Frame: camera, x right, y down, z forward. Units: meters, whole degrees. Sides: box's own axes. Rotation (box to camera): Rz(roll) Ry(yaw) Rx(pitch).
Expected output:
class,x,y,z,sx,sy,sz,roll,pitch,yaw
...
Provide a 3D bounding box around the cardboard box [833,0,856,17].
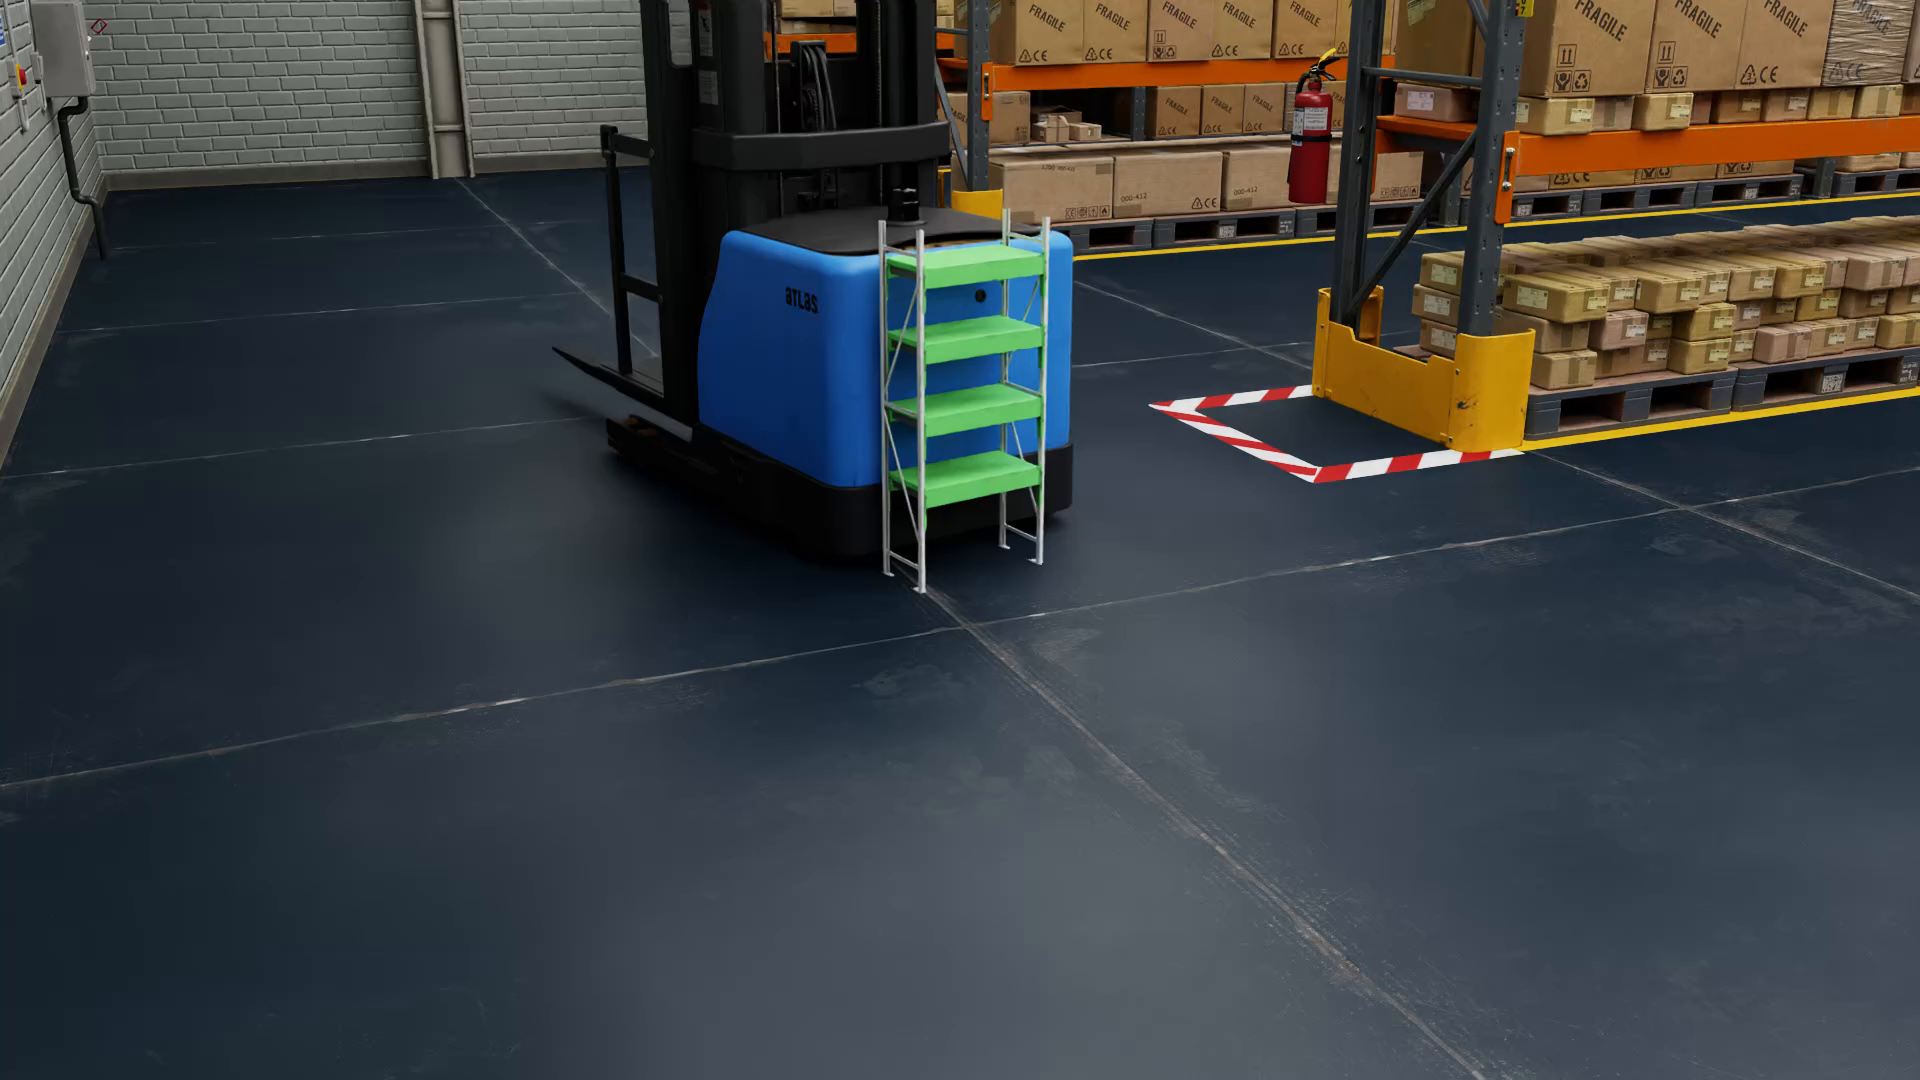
class,x,y,z,sx,sy,sz,roll,pitch,yaw
cardboard box,-1.040,-5.090,15.740,0.500,0.250,0.500,-8,21,-21

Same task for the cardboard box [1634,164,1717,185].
class,x,y,z,sx,sy,sz,roll,pitch,yaw
cardboard box,5.801,-3.530,14.098,0.875,0.875,0.875,-8,21,-21

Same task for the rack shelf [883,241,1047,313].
class,x,y,z,sx,sy,sz,roll,pitch,yaw
rack shelf,0.015,-0.857,5.395,0.480,0.148,0.258,-13,23,-32

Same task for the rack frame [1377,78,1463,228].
class,x,y,z,sx,sy,sz,roll,pitch,yaw
rack frame,3.616,-3.990,12.836,0.127,3.000,1.000,-8,21,-22

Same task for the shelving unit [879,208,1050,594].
class,x,y,z,sx,sy,sz,roll,pitch,yaw
shelving unit,0.014,-0.465,5.534,0.503,1.200,0.258,-13,23,-32

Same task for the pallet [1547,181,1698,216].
class,x,y,z,sx,sy,sz,roll,pitch,yaw
pallet,5.416,-2.961,14.112,1.213,0.211,1.003,-8,21,-22

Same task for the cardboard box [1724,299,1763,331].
class,x,y,z,sx,sy,sz,roll,pitch,yaw
cardboard box,3.527,-1.094,7.825,0.250,0.149,0.380,-9,21,-25

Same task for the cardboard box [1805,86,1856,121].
class,x,y,z,sx,sy,sz,roll,pitch,yaw
cardboard box,3.836,-2.012,7.598,0.250,0.149,0.380,-7,21,-20

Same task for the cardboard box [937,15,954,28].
class,x,y,z,sx,sy,sz,roll,pitch,yaw
cardboard box,-0.180,-5.013,16.121,0.250,0.149,0.380,-8,21,-21

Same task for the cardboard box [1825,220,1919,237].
class,x,y,z,sx,sy,sz,roll,pitch,yaw
cardboard box,4.782,-1.579,8.754,0.250,0.149,0.380,-8,21,-23

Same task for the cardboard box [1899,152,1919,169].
class,x,y,z,sx,sy,sz,roll,pitch,yaw
cardboard box,8.486,-3.645,15.183,0.625,0.372,0.950,-9,21,-23

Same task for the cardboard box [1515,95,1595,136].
class,x,y,z,sx,sy,sz,roll,pitch,yaw
cardboard box,2.424,-1.791,6.971,0.250,0.149,0.380,-8,21,-22

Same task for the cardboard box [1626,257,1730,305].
class,x,y,z,sx,sy,sz,roll,pitch,yaw
cardboard box,3.295,-1.191,7.654,0.250,0.149,0.380,-9,21,-25

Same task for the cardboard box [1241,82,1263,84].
class,x,y,z,sx,sy,sz,roll,pitch,yaw
cardboard box,3.027,-4.953,17.727,0.250,0.149,0.380,-8,21,-22

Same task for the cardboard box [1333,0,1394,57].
class,x,y,z,sx,sy,sz,roll,pitch,yaw
cardboard box,2.821,-3.828,12.228,0.500,0.500,0.500,-9,21,-23

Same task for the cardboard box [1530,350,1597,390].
class,x,y,z,sx,sy,sz,roll,pitch,yaw
cardboard box,2.604,-0.792,7.415,0.250,0.149,0.380,-8,21,-21

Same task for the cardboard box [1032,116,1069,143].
class,x,y,z,sx,sy,sz,roll,pitch,yaw
cardboard box,0.923,-4.201,16.922,0.258,0.266,0.396,-7,21,-20

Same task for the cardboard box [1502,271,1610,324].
class,x,y,z,sx,sy,sz,roll,pitch,yaw
cardboard box,2.612,-1.066,7.299,0.250,0.149,0.380,-9,21,-24

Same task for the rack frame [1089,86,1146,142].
class,x,y,z,sx,sy,sz,roll,pitch,yaw
rack frame,1.646,-5.503,17.134,0.127,3.000,1.000,-8,21,-22

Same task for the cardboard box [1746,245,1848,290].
class,x,y,z,sx,sy,sz,roll,pitch,yaw
cardboard box,4.006,-1.308,7.985,0.250,0.149,0.380,-8,21,-22

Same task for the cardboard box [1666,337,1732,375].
class,x,y,z,sx,sy,sz,roll,pitch,yaw
cardboard box,3.316,-0.886,7.683,0.250,0.149,0.380,-8,21,-21

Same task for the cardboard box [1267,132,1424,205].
class,x,y,z,sx,sy,sz,roll,pitch,yaw
cardboard box,2.997,-2.929,13.051,0.875,0.438,0.875,-8,21,-23

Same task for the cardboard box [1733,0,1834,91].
class,x,y,z,sx,sy,sz,roll,pitch,yaw
cardboard box,3.454,-2.268,7.349,0.500,0.500,0.500,-8,21,-21

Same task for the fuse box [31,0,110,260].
class,x,y,z,sx,sy,sz,roll,pitch,yaw
fuse box,-5.923,-2.767,11.303,0.414,1.711,0.539,-8,21,-22

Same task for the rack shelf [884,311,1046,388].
class,x,y,z,sx,sy,sz,roll,pitch,yaw
rack shelf,0.014,-0.631,5.475,0.480,0.148,0.258,-13,23,-32

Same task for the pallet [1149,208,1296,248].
class,x,y,z,sx,sy,sz,roll,pitch,yaw
pallet,1.765,-2.436,12.624,1.213,0.211,1.003,-8,21,-22

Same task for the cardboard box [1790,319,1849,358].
class,x,y,z,sx,sy,sz,roll,pitch,yaw
cardboard box,4.020,-0.999,8.004,0.250,0.149,0.380,-8,21,-22

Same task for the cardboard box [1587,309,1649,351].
class,x,y,z,sx,sy,sz,roll,pitch,yaw
cardboard box,2.853,-0.970,7.474,0.250,0.149,0.380,-8,21,-22

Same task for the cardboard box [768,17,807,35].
class,x,y,z,sx,sy,sz,roll,pitch,yaw
cardboard box,-1.616,-4.818,15.566,0.250,0.149,0.380,-8,21,-22

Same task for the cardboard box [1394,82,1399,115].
class,x,y,z,sx,sy,sz,roll,pitch,yaw
cardboard box,4.552,-4.864,18.452,0.500,0.500,0.500,-8,21,-23

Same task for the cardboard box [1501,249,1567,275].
class,x,y,z,sx,sy,sz,roll,pitch,yaw
cardboard box,2.636,-1.264,7.859,0.250,0.149,0.380,-8,21,-21

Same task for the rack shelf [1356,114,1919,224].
class,x,y,z,sx,sy,sz,roll,pitch,yaw
rack shelf,3.833,-1.891,7.959,4.000,0.370,1.077,-8,21,-22

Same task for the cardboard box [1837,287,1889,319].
class,x,y,z,sx,sy,sz,roll,pitch,yaw
cardboard box,4.274,-1.197,8.117,0.250,0.149,0.380,-9,21,-24

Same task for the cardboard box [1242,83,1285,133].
class,x,y,z,sx,sy,sz,roll,pitch,yaw
cardboard box,3.125,-4.654,17.855,0.500,0.500,0.500,-9,21,-24

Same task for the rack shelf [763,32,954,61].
class,x,y,z,sx,sy,sz,roll,pitch,yaw
rack shelf,-0.190,-4.900,16.506,4.000,0.370,1.077,-8,21,-22

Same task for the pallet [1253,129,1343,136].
class,x,y,z,sx,sy,sz,roll,pitch,yaw
pallet,3.500,-4.468,18.393,1.213,0.211,1.003,-8,21,-22

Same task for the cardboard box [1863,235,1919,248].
class,x,y,z,sx,sy,sz,roll,pitch,yaw
cardboard box,4.732,-1.410,8.275,0.250,0.149,0.380,-7,21,-20

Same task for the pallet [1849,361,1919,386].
class,x,y,z,sx,sy,sz,roll,pitch,yaw
pallet,5.067,-1.079,8.768,1.213,0.211,1.003,-8,21,-22

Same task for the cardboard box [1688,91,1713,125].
class,x,y,z,sx,sy,sz,roll,pitch,yaw
cardboard box,3.093,-1.932,7.372,0.250,0.149,0.380,-7,21,-19

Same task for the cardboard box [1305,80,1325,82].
class,x,y,z,sx,sy,sz,roll,pitch,yaw
cardboard box,3.737,-5.046,17.991,0.250,0.149,0.380,-9,21,-25

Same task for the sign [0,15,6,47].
class,x,y,z,sx,sy,sz,roll,pitch,yaw
sign,-5.262,-2.819,9.105,0.001,0.218,0.327,-8,21,-22

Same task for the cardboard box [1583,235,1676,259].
class,x,y,z,sx,sy,sz,roll,pitch,yaw
cardboard box,3.311,-1.403,8.256,0.250,0.149,0.380,-7,21,-20

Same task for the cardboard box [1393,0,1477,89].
class,x,y,z,sx,sy,sz,roll,pitch,yaw
cardboard box,2.307,-2.292,7.417,0.500,0.500,0.500,-8,21,-21

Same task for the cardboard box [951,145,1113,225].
class,x,y,z,sx,sy,sz,roll,pitch,yaw
cardboard box,0.509,-2.570,12.031,0.875,0.438,0.875,-9,21,-24

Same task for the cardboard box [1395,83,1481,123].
class,x,y,z,sx,sy,sz,roll,pitch,yaw
cardboard box,2.184,-1.978,7.501,0.250,0.149,0.380,-8,21,-22

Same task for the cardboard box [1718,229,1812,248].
class,x,y,z,sx,sy,sz,roll,pitch,yaw
cardboard box,4.068,-1.468,8.439,0.250,0.149,0.380,-9,21,-24

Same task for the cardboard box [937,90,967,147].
class,x,y,z,sx,sy,sz,roll,pitch,yaw
cardboard box,-0.102,-4.187,16.528,0.500,0.500,0.500,-8,21,-21

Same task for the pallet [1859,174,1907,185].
class,x,y,z,sx,sy,sz,roll,pitch,yaw
pallet,9.125,-3.462,15.537,1.213,0.211,1.003,-8,21,-22

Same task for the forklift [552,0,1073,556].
class,x,y,z,sx,sy,sz,roll,pitch,yaw
forklift,-0.832,-1.759,6.604,1.130,2.935,3.031,-13,23,-32

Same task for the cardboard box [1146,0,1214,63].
class,x,y,z,sx,sy,sz,roll,pitch,yaw
cardboard box,1.425,-3.623,11.644,0.500,0.500,0.500,-8,21,-22

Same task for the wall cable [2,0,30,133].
class,x,y,z,sx,sy,sz,roll,pitch,yaw
wall cable,-5.225,-3.208,9.041,0.123,1.953,0.585,-8,21,-22
